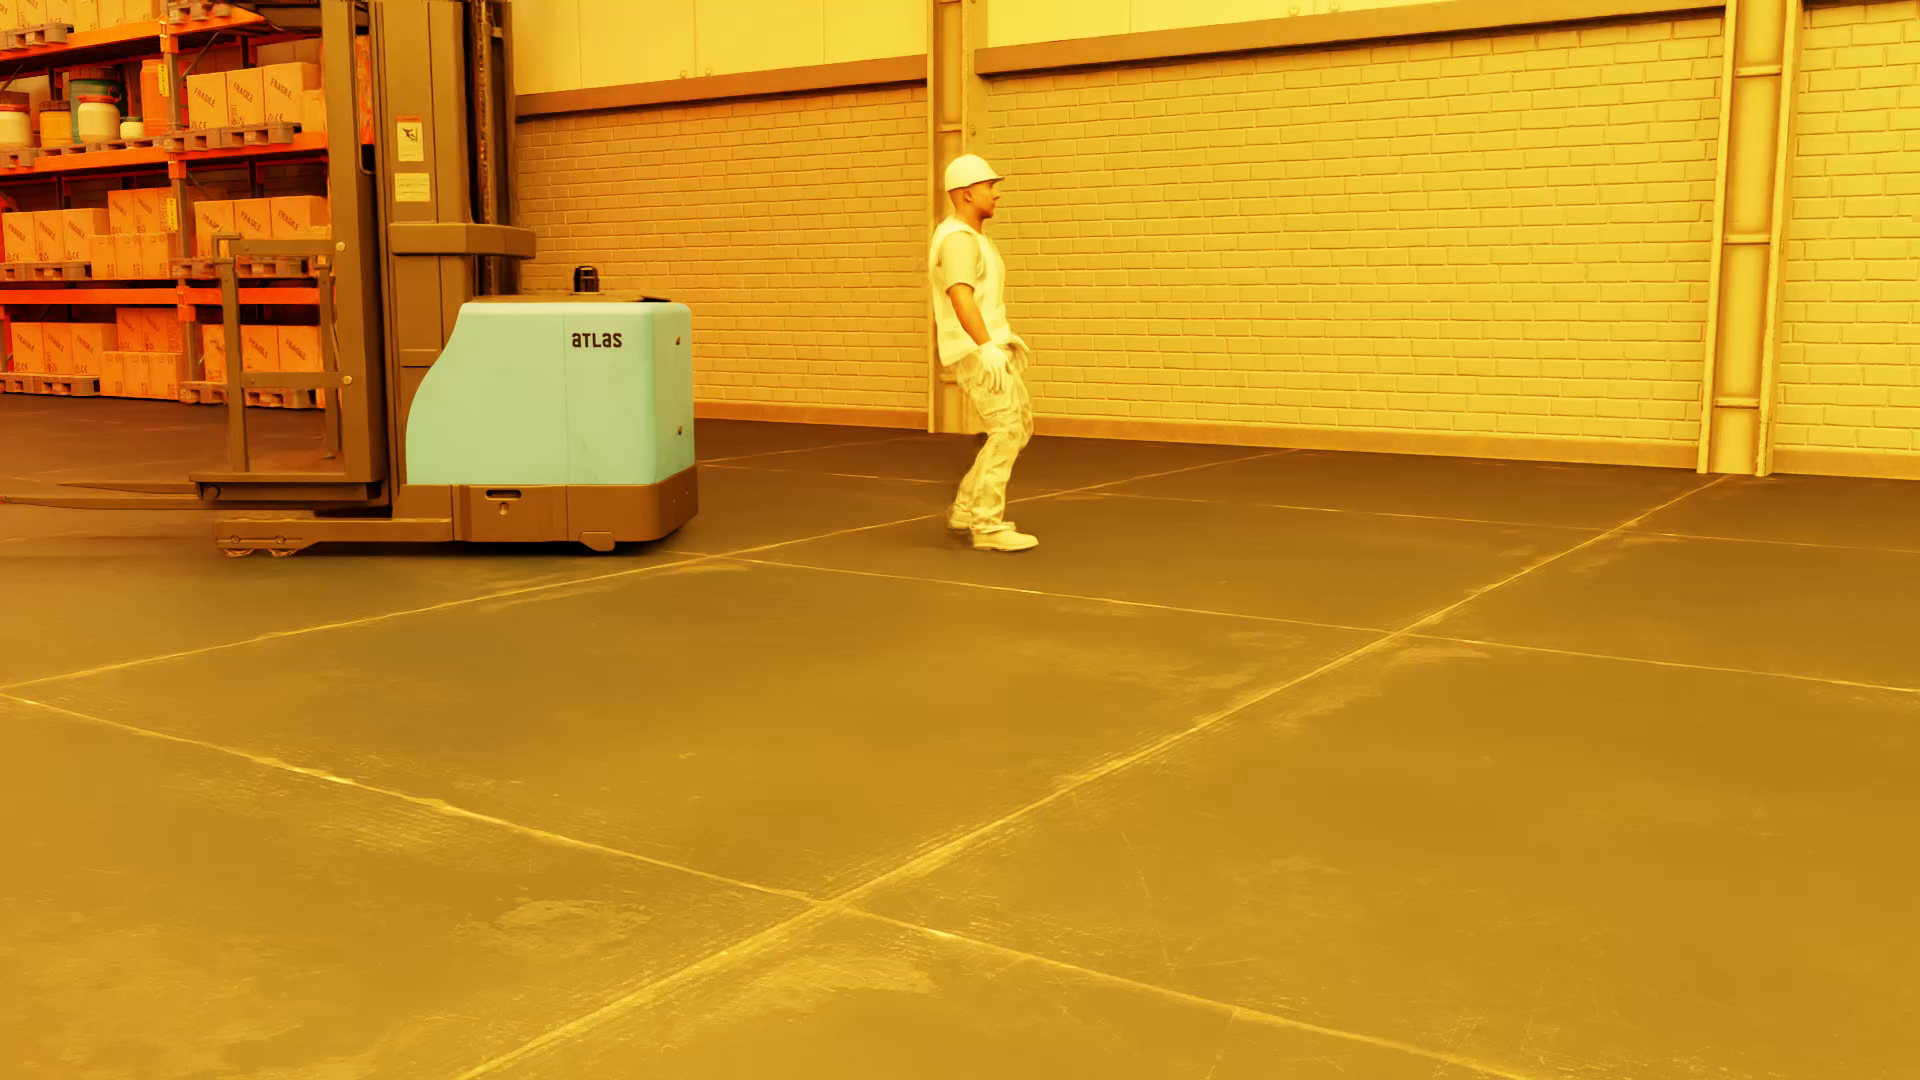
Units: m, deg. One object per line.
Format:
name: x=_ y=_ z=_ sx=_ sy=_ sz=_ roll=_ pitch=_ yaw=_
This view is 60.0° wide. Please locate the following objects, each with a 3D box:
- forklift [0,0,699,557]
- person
forklift: x=-2.781 y=-1.452 z=7.406 sx=3.031 sy=2.935 sz=1.130 roll=0 pitch=8 yaw=2
person: x=0.124 y=-0.846 z=7.453 sx=0.523 sy=1.727 sz=0.773 roll=1 pitch=8 yaw=8
